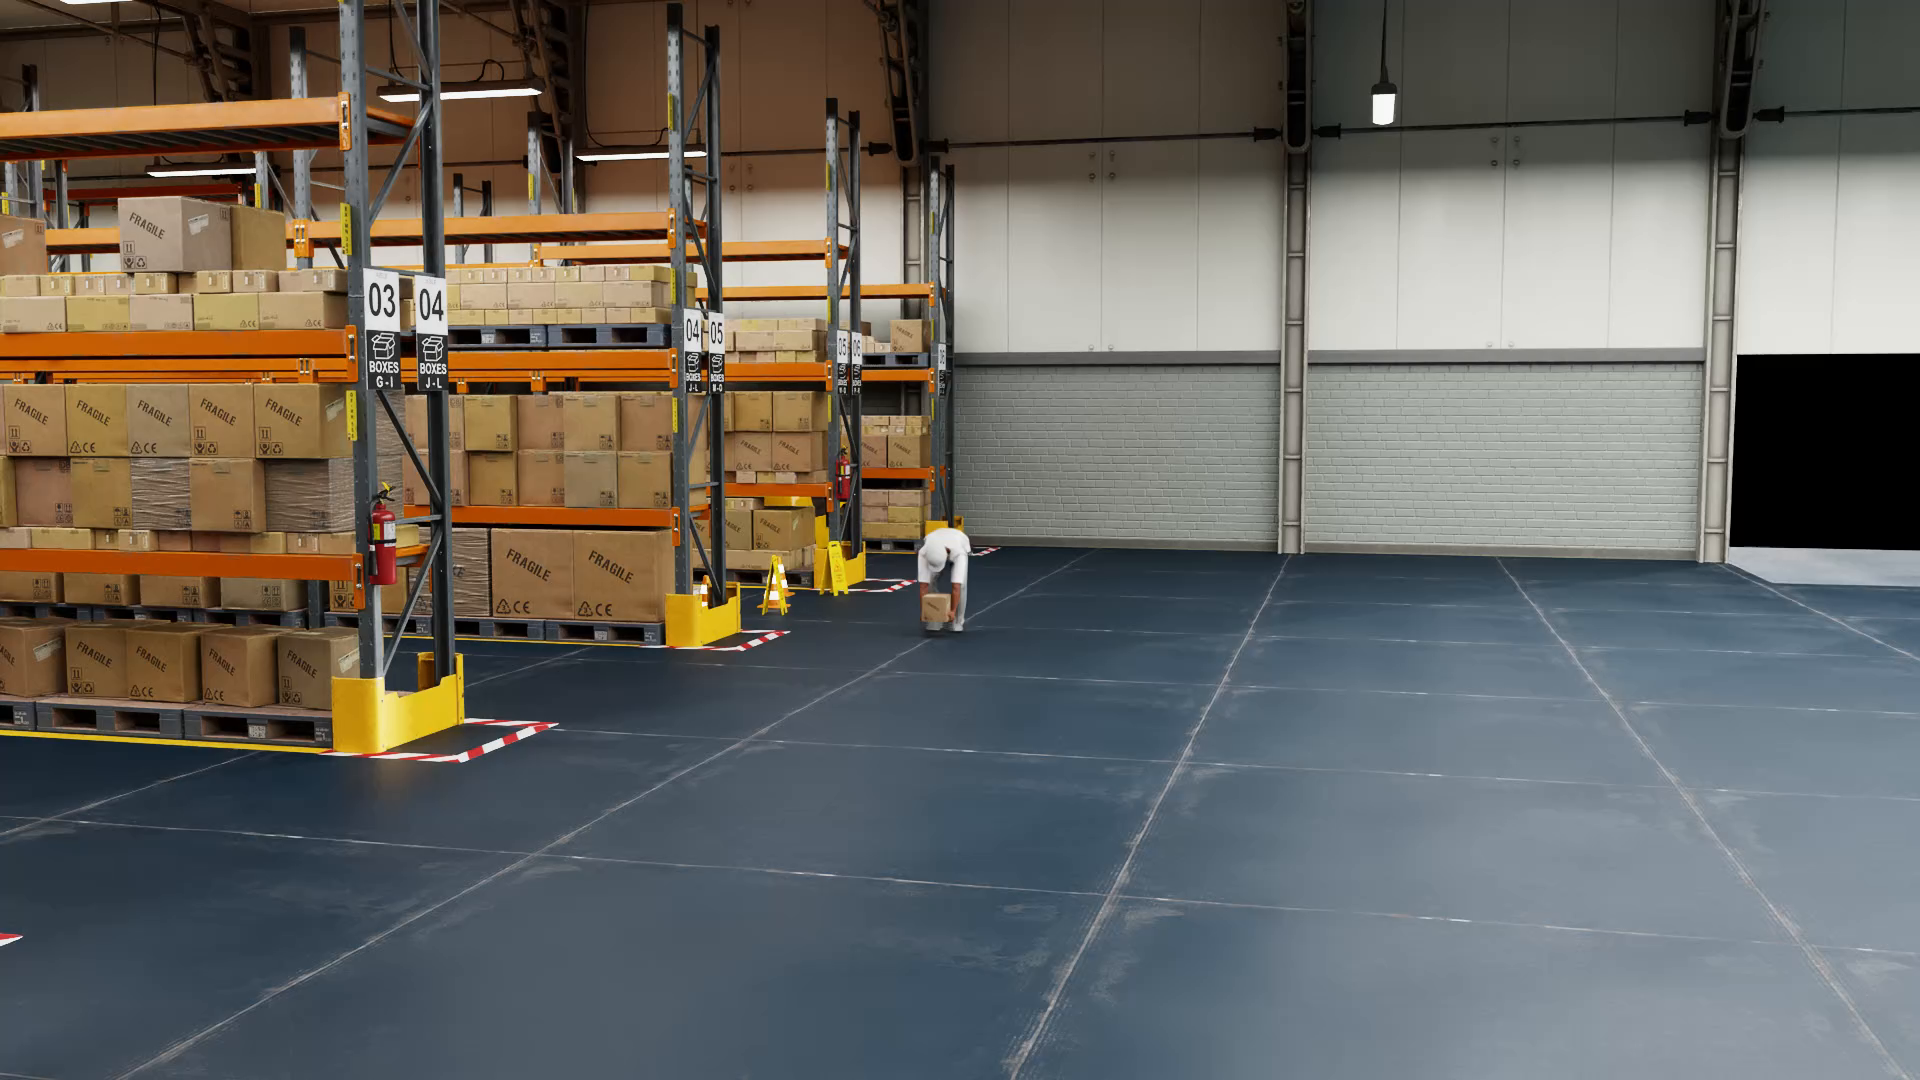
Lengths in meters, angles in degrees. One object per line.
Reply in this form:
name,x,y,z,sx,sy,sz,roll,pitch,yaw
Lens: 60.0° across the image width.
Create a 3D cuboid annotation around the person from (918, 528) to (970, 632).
person,-0.162,0.418,16.702,0.494,1.043,0.980,1,5,11
